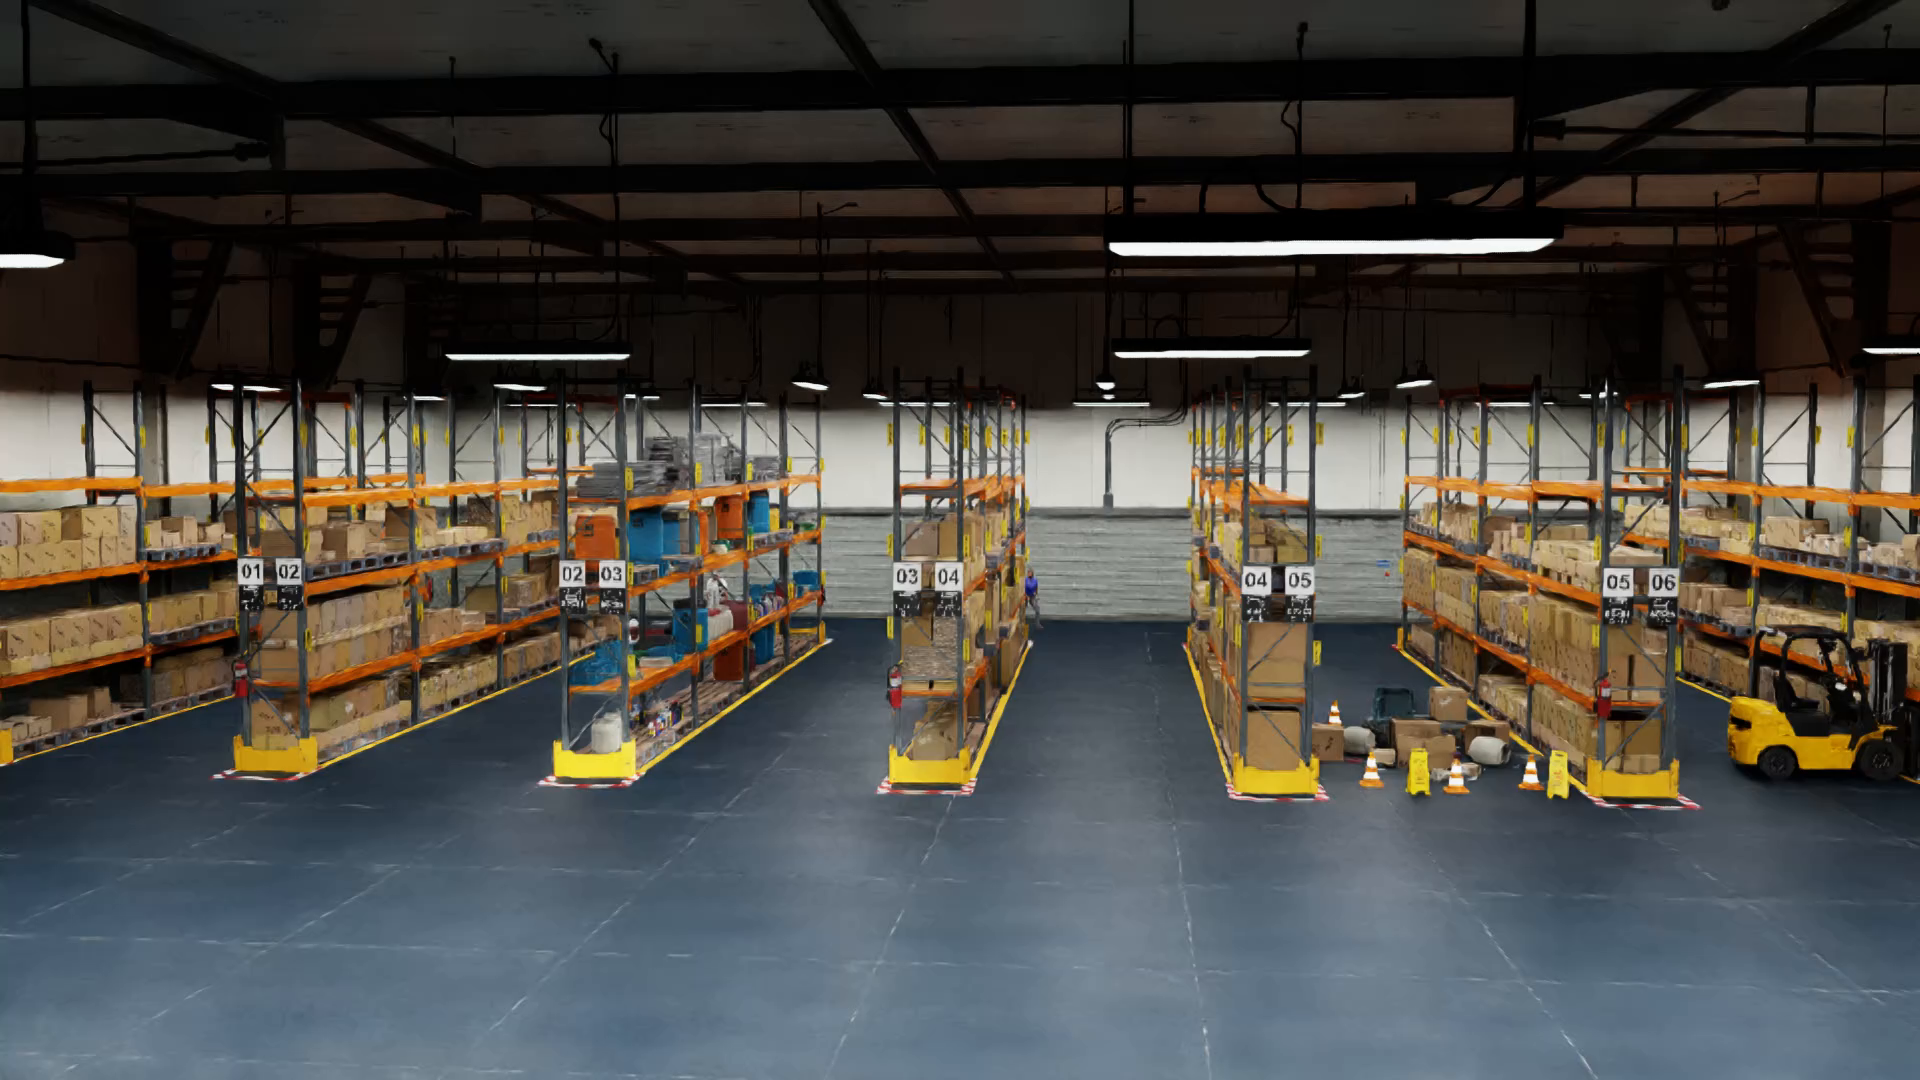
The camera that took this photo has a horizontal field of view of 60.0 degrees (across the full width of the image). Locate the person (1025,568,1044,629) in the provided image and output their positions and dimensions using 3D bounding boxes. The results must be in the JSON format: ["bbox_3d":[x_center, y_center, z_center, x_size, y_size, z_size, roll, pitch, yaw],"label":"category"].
[{"bbox_3d":[1.818,1.507,43.358,0.622,1.591,0.822,-1,4,-11],"label":"person"}]

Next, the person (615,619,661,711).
[{"bbox_3d":[-5.831,2.277,30.218,0.616,1.712,0.970,2,4,26],"label":"person"}]

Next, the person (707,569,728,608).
[{"bbox_3d":[-6.128,1.545,41.904,0.540,1.676,1.120,0,4,3],"label":"person"}]
